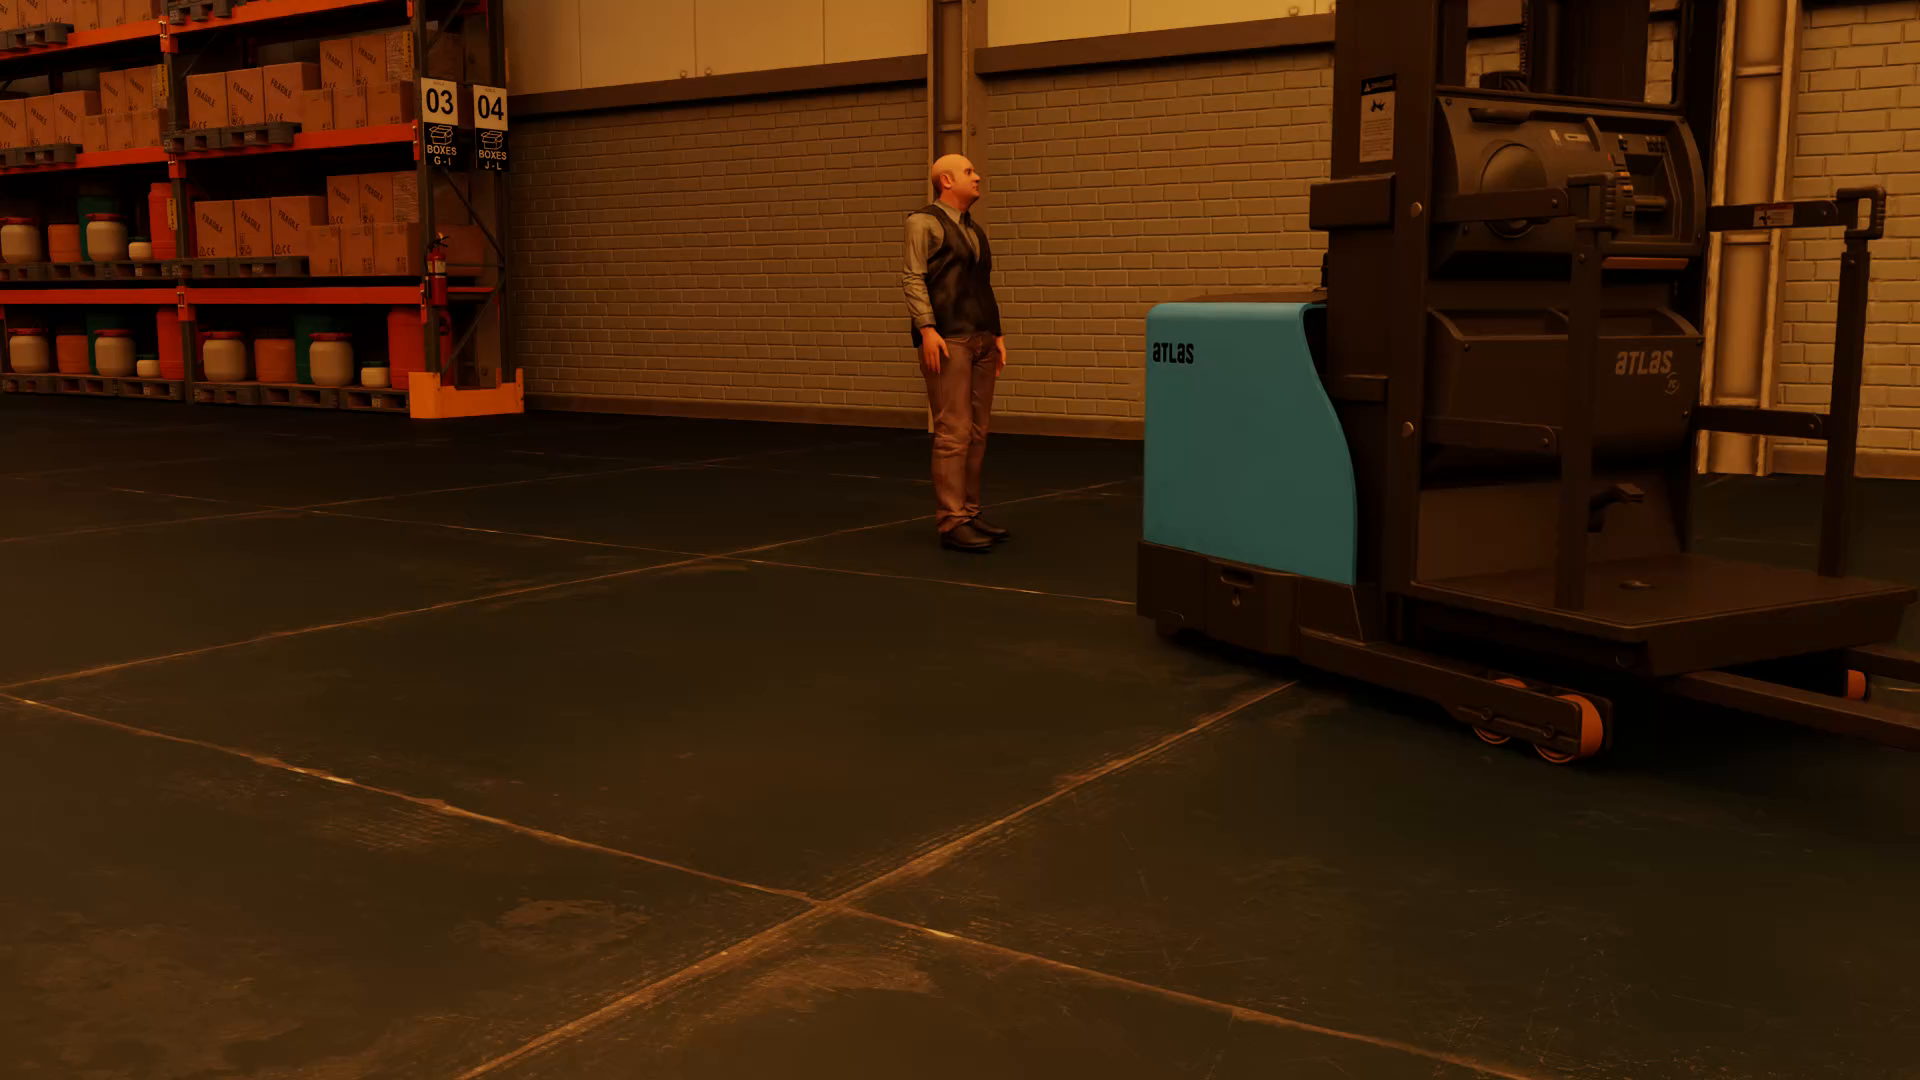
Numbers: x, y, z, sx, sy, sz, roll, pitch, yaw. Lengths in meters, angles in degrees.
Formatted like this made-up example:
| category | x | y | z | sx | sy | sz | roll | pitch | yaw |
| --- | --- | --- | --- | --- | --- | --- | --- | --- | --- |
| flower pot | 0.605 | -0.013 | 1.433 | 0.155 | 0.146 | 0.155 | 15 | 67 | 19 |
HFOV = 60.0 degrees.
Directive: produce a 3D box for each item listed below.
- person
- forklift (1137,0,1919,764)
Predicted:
| category | x | y | z | sx | sy | sz | roll | pitch | yaw |
| --- | --- | --- | --- | --- | --- | --- | --- | --- | --- |
| person | 0.048 | -0.853 | 7.441 | 0.566 | 1.722 | 0.633 | 5 | 10 | 34 |
| forklift | 1.730 | -0.997 | 4.206 | 1.130 | 2.935 | 3.031 | -4 | 9 | -29 |
